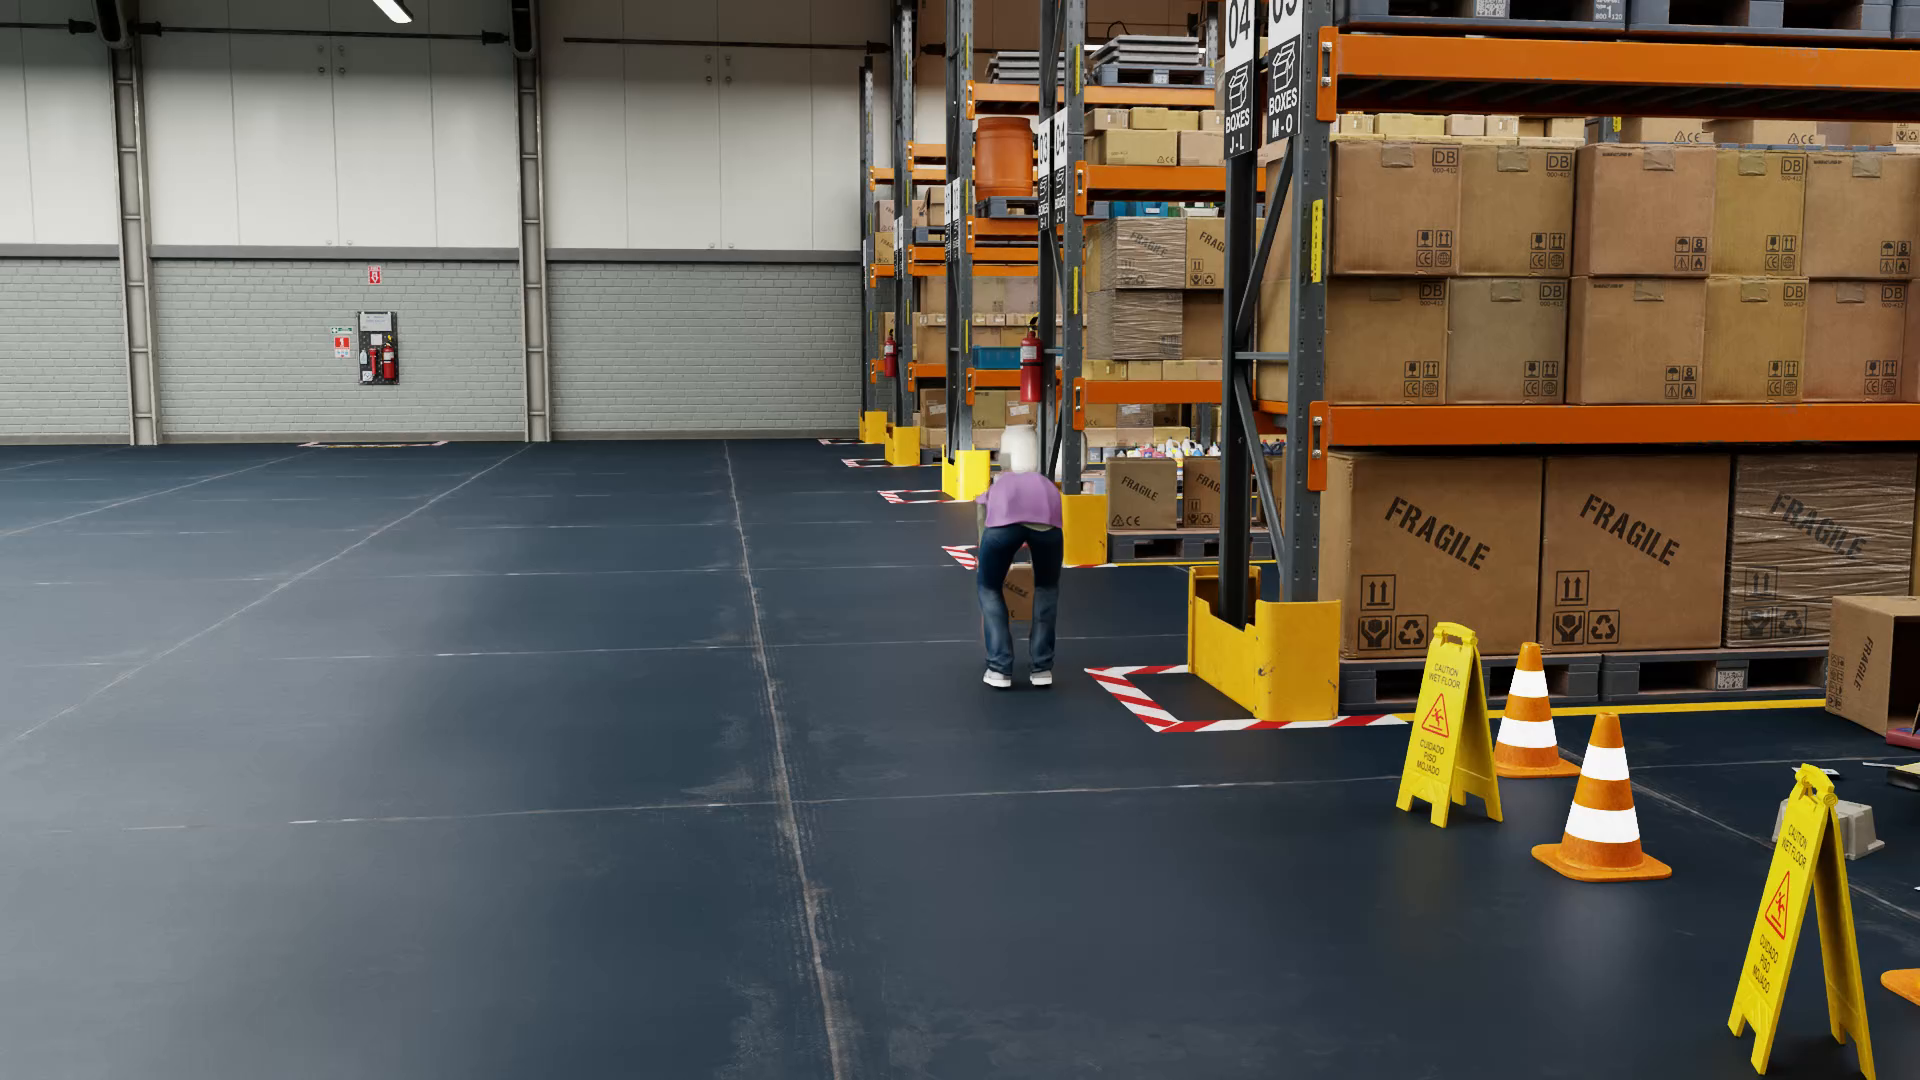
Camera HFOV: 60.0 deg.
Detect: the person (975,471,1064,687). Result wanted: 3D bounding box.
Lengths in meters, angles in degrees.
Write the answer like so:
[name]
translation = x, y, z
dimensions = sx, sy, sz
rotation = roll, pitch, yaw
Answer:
[person]
translation = 0.262, 0.157, 7.791
dimensions = 0.394, 0.990, 0.871
rotation = -1, 7, -6
